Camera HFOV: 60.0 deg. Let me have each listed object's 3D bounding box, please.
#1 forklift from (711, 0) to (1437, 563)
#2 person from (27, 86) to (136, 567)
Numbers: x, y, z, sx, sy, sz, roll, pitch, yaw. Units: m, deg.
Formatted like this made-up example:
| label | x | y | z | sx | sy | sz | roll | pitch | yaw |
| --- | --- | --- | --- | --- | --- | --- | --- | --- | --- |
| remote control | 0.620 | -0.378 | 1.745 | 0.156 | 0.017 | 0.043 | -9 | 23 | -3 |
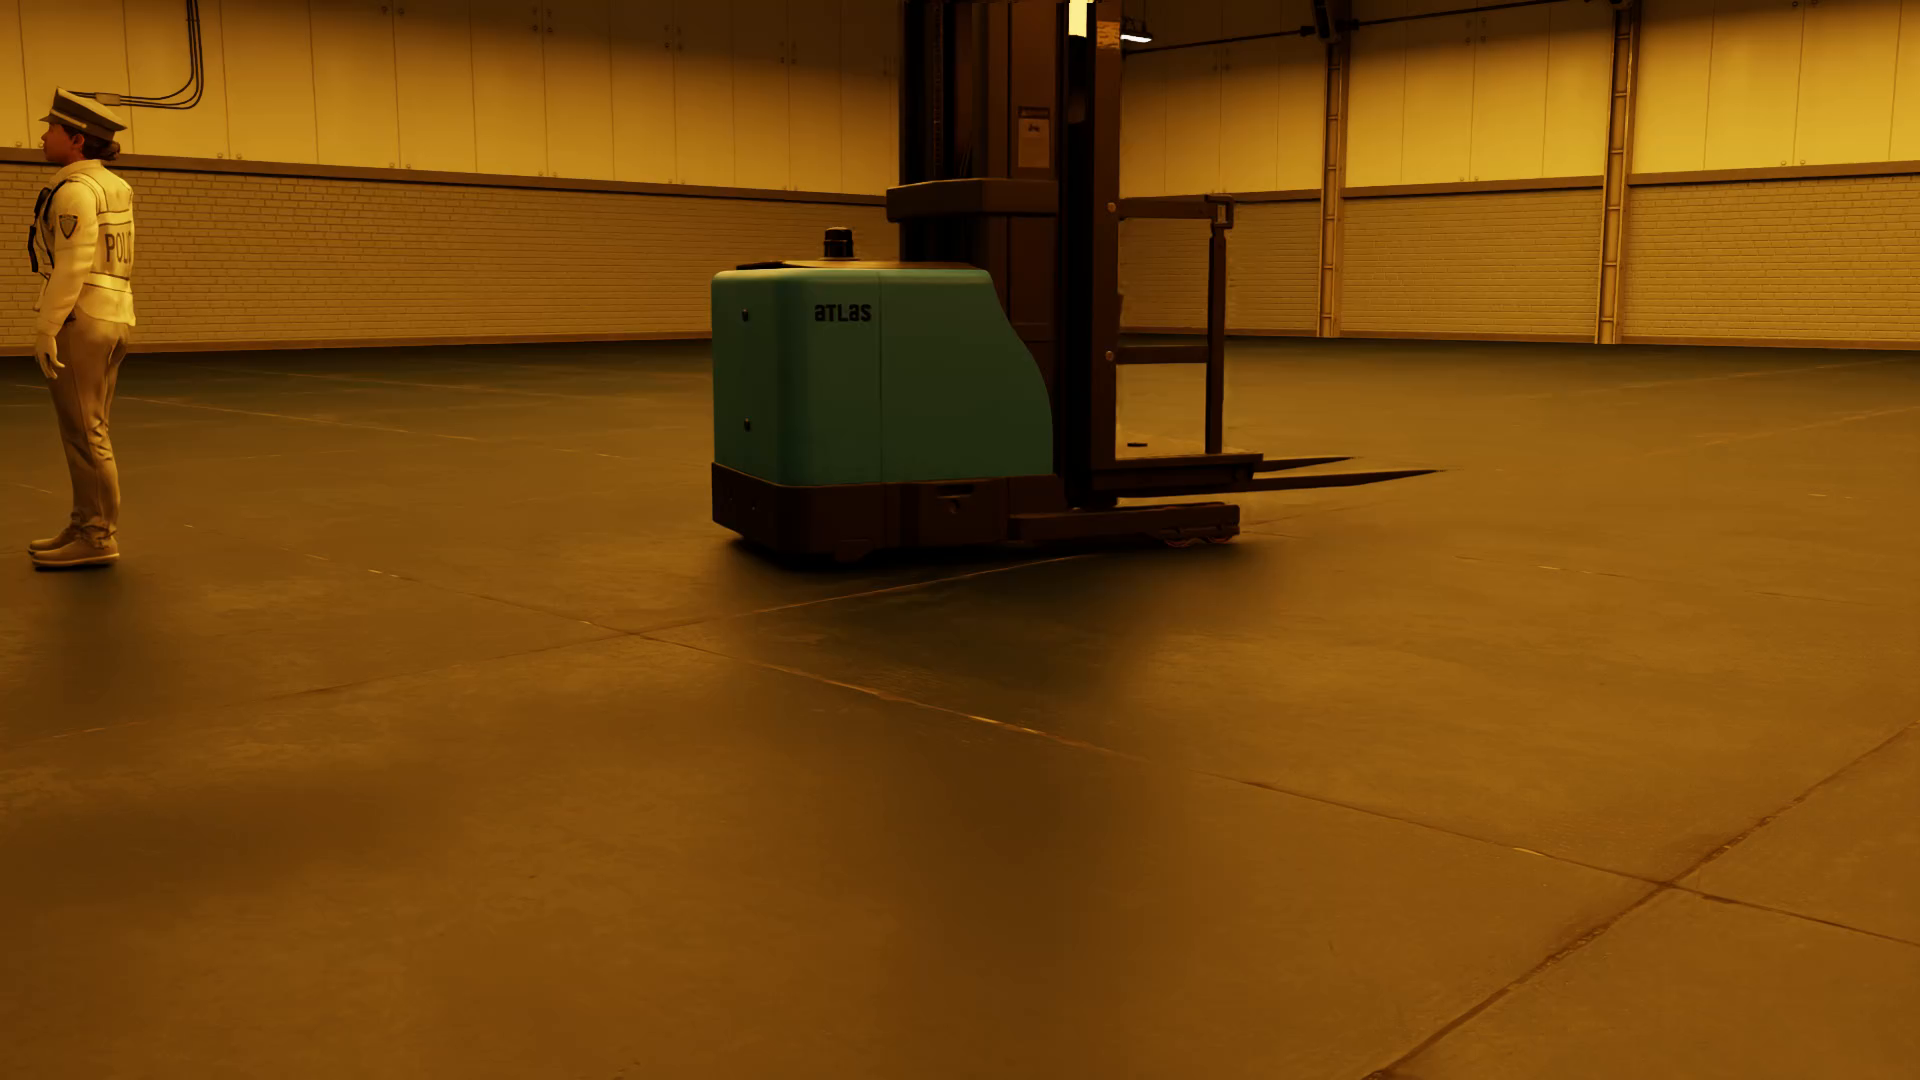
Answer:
| label | x | y | z | sx | sy | sz | roll | pitch | yaw |
| --- | --- | --- | --- | --- | --- | --- | --- | --- | --- |
| forklift | 0.559 | -1.486 | 6.742 | 3.031 | 2.935 | 1.130 | -4 | 9 | -23 |
| person | -3.216 | -0.752 | 5.974 | 0.532 | 1.696 | 0.584 | -1 | 9 | -9 |
